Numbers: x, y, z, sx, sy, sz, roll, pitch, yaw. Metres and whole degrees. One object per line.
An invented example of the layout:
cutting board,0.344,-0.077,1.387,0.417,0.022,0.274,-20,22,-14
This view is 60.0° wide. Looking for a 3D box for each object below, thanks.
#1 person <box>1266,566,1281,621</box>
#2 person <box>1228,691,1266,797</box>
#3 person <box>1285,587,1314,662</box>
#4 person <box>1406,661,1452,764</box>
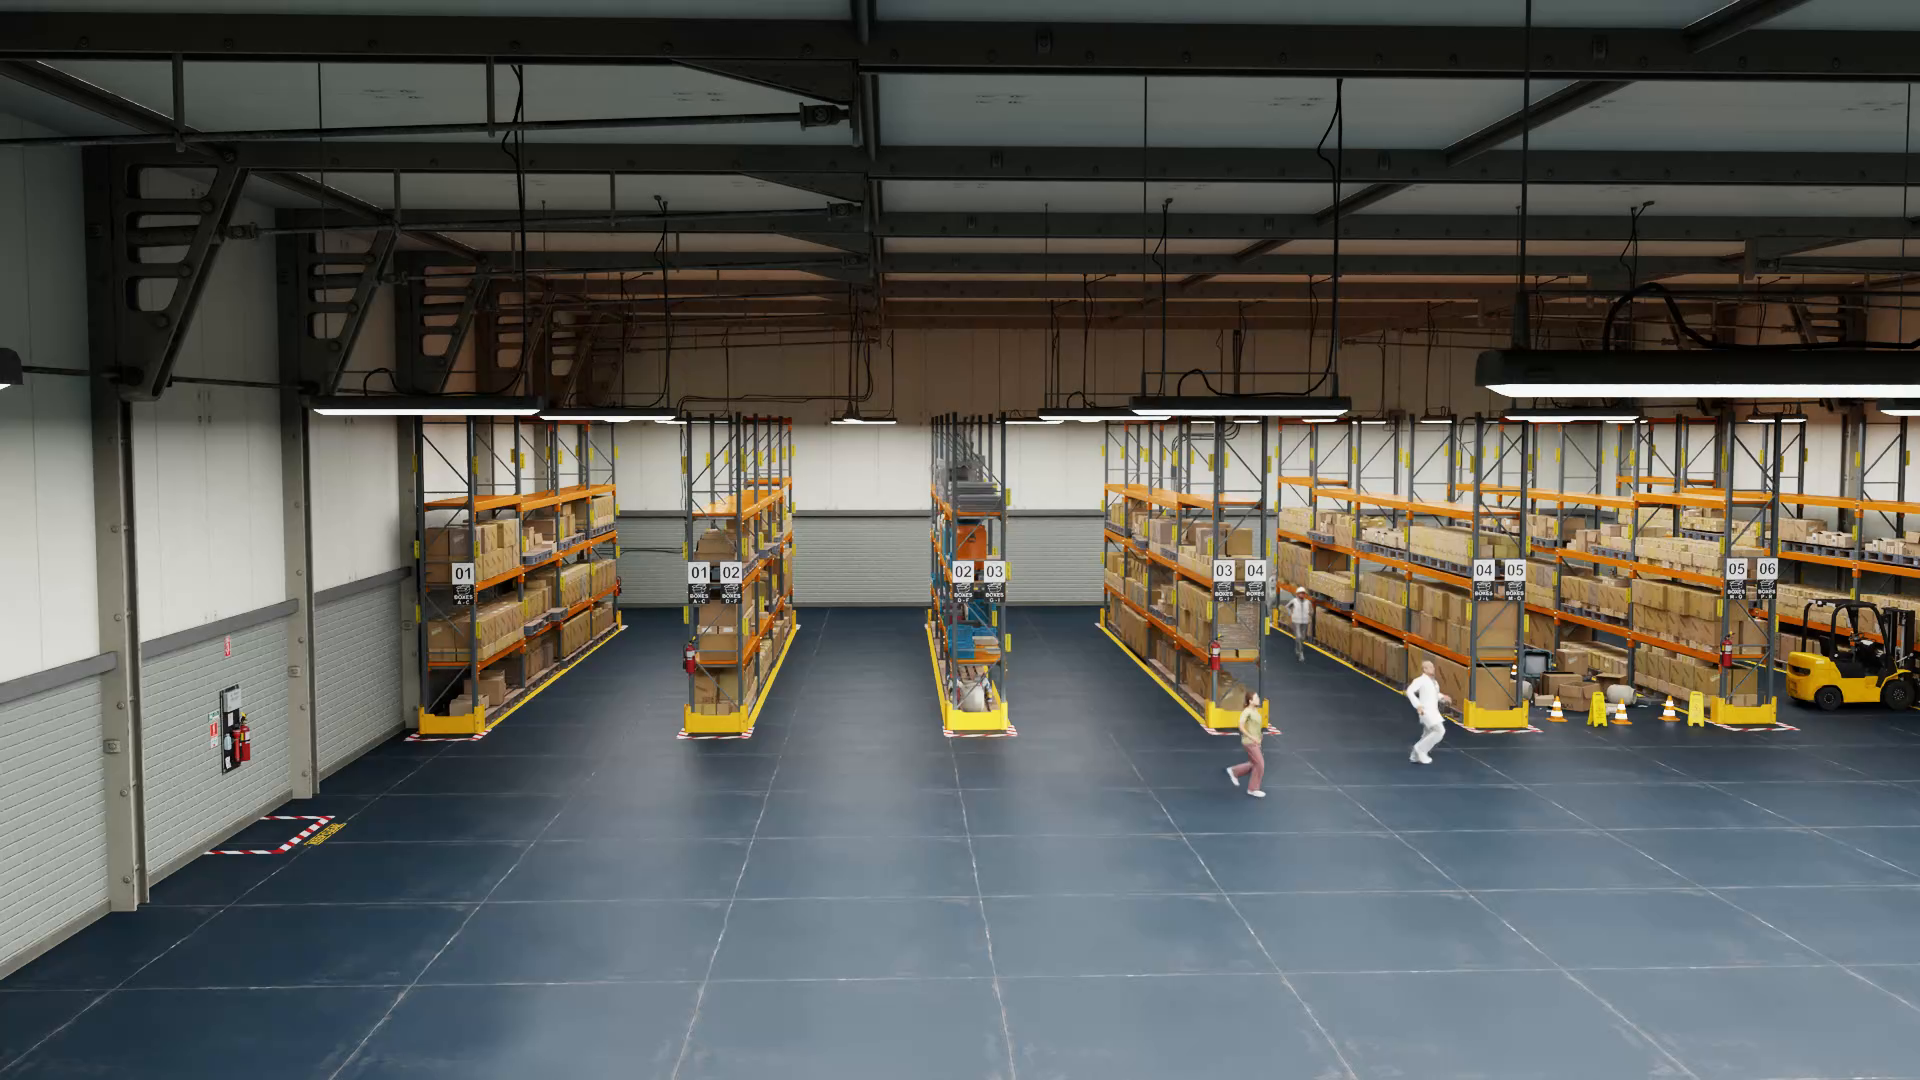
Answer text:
person,9.284,1.581,48.910,0.553,1.643,0.659,-1,4,-19
person,4.462,3.151,25.886,0.642,1.633,0.605,2,4,26
person,8.382,2.045,40.938,0.661,1.783,0.957,0,4,-6
person,7.963,2.964,28.138,0.697,1.657,0.694,3,5,34
